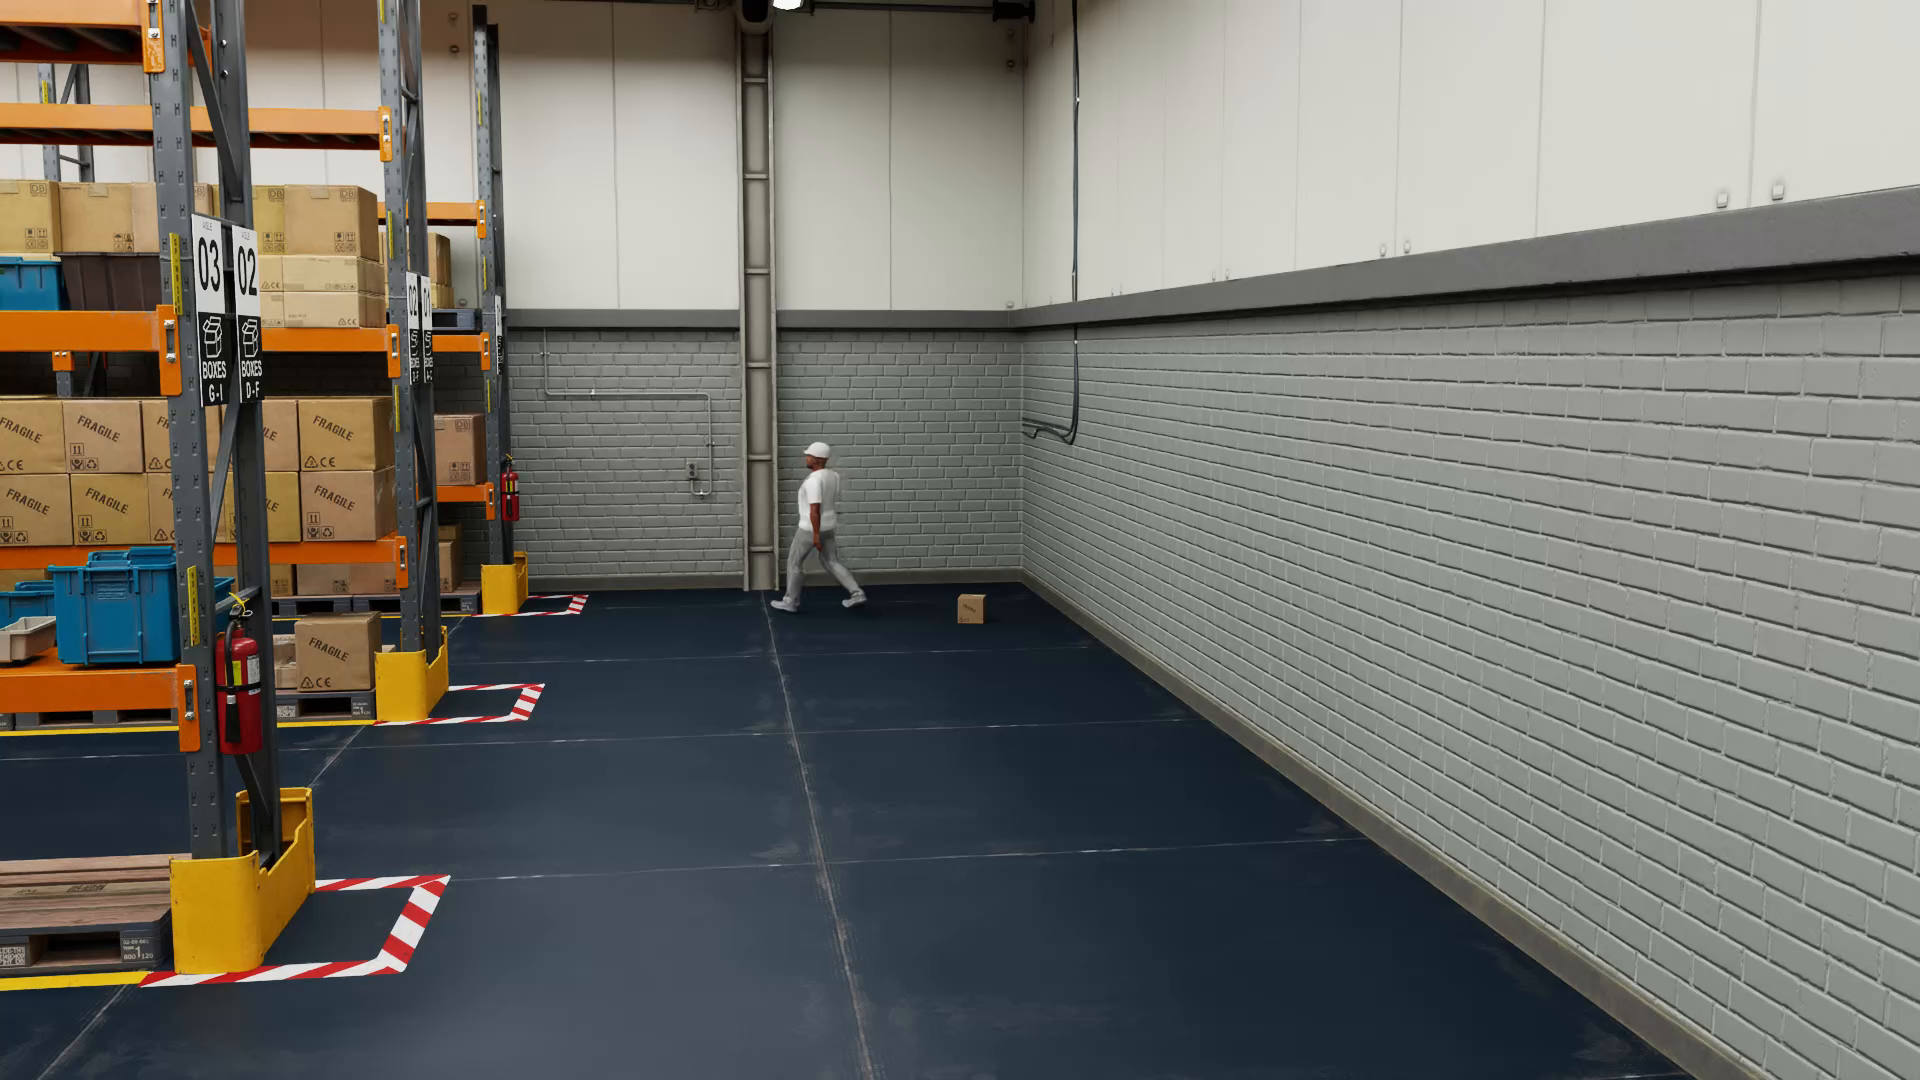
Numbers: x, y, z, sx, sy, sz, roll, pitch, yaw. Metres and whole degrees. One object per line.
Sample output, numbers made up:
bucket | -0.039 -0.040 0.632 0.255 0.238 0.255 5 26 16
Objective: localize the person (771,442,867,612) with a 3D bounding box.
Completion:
person | -1.423 -0.123 16.706 1.041 1.724 0.564 4 7 29
